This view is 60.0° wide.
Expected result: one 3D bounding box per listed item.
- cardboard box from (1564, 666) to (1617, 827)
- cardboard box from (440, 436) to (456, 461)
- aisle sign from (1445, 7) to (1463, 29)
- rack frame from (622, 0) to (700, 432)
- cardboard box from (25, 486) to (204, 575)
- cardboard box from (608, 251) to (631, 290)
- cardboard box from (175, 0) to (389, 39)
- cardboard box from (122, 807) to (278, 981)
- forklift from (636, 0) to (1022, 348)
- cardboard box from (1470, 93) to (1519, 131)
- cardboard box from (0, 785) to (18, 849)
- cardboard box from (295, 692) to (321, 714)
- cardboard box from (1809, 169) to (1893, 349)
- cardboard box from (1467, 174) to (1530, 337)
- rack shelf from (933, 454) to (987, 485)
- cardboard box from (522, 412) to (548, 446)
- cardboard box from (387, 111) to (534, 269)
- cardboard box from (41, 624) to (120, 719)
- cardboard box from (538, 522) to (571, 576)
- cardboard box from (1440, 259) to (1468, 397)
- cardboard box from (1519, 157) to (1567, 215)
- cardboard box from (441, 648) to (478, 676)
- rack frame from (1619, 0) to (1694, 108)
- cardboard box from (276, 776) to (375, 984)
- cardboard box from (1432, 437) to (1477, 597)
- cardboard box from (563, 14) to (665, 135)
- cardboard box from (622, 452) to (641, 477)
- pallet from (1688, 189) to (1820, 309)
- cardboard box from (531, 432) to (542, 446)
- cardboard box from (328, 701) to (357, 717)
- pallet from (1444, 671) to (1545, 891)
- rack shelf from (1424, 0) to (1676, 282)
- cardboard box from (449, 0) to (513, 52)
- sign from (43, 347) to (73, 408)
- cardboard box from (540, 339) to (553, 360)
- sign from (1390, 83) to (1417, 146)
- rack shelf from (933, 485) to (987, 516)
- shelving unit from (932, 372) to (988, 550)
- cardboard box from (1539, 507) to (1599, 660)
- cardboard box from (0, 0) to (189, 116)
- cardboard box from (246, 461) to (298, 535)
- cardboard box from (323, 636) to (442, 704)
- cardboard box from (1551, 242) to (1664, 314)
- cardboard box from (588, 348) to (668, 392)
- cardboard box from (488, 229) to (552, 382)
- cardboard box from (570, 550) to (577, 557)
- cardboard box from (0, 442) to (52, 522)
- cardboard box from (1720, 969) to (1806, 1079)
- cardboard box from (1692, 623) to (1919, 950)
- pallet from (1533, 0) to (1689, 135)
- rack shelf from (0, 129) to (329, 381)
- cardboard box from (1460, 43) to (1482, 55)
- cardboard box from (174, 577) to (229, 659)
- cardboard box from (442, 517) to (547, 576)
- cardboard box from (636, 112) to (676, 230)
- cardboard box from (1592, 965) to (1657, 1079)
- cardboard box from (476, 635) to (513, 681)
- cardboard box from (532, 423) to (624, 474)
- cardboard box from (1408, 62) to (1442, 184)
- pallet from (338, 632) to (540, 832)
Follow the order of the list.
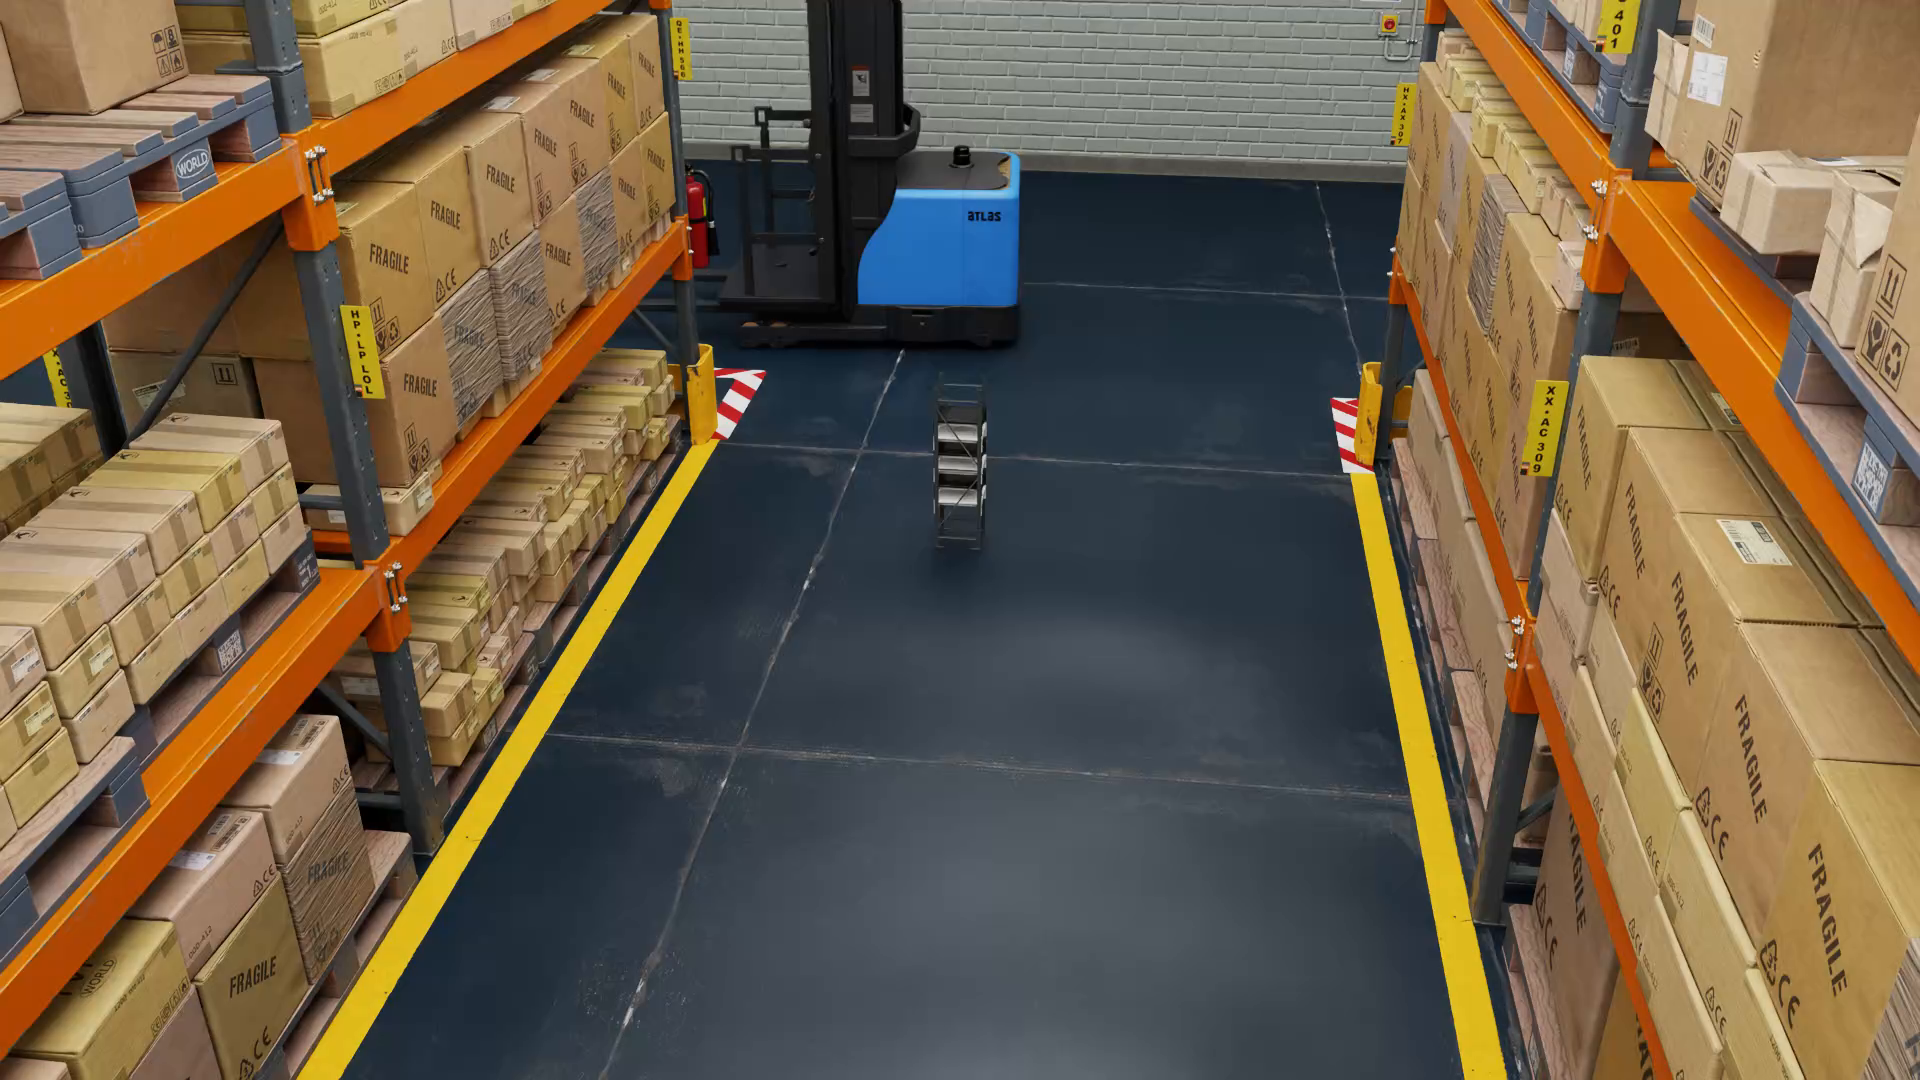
[{"bbox_3d":[2.014,0.599,4.633,0.500,0.250,0.500,3,28,5],"label":"cardboard box"},{"bbox_3d":[-2.236,-0.401,6.596,0.380,0.149,0.250,2,28,4],"label":"cardboard box"},{"bbox_3d":[2.603,-2.980,8.379,0.394,0.787,0.004,3,28,6],"label":"aisle sign"},{"bbox_3d":[-2.043,-2.025,9.347,1.000,3.000,0.127,3,28,6],"label":"rack frame"},{"bbox_3d":[-2.455,-0.030,4.838,0.380,0.149,0.250,2,28,5],"label":"cardboard box"},{"bbox_3d":[-1.894,-1.390,8.432,0.380,0.149,0.250,4,29,8],"label":"cardboard box"},{"bbox_3d":[-2.236,-1.830,5.452,0.500,0.250,0.500,4,29,8],"label":"cardboard box"},{"bbox_3d":[-2.450,1.049,5.041,0.500,0.250,0.500,5,29,9],"label":"cardboard box"},{"bbox_3d":[-1.104,-2.825,10.903,3.031,2.935,1.130,1,28,2],"label":"forklift"},{"bbox_3d":[2.390,-1.794,7.074,0.380,0.149,0.250,4,29,7],"label":"cardboard box"},{"bbox_3d":[-2.575,0.721,4.072,0.380,0.149,0.250,2,28,5],"label":"cardboard box"},{"bbox_3d":[-2.810,0.630,6.667,0.380,0.149,0.250,4,29,7],"label":"cardboard box"},{"bbox_3d":[1.820,-0.509,3.068,0.396,0.266,0.258,6,29,10],"label":"cardboard box"},{"bbox_3d":[2.299,-1.103,6.476,0.500,0.500,0.500,4,29,7],"label":"cardboard box"},{"bbox_3d":[0.001,-0.371,8.559,0.258,0.077,0.200,3,28,6],"label":"rack shelf"},{"bbox_3d":[-2.394,-0.608,8.966,0.380,0.149,0.250,4,29,7],"label":"cardboard box"},{"bbox_3d":[-2.096,-1.436,6.780,0.500,0.500,0.500,4,29,7],"label":"cardboard box"},{"bbox_3d":[-2.513,0.343,4.459,0.380,0.149,0.250,2,28,4],"label":"cardboard box"},{"bbox_3d":[-2.049,0.034,7.775,0.380,0.149,0.250,3,28,6],"label":"cardboard box"},{"bbox_3d":[2.379,-0.905,7.162,0.500,0.500,0.500,4,29,8],"label":"cardboard box"},{"bbox_3d":[2.302,-1.310,6.176,0.380,0.149,0.250,3,28,6],"label":"cardboard box"},{"bbox_3d":[-2.230,0.520,6.871,0.380,0.149,0.250,4,29,7],"label":"cardboard box"},{"bbox_3d":[2.392,-2.543,3.983,1.000,3.000,0.127,3,28,6],"label":"rack frame"},{"bbox_3d":[-2.374,1.136,5.671,0.500,0.500,0.500,3,28,5],"label":"cardboard box"},{"bbox_3d":[2.796,-0.094,8.021,0.875,0.438,0.875,4,29,8],"label":"cardboard box"},{"bbox_3d":[-1.853,-2.411,8.589,0.500,0.500,0.500,3,28,5],"label":"cardboard box"},{"bbox_3d":[-1.950,-0.449,8.984,0.380,0.149,0.250,3,28,6],"label":"cardboard box"},{"bbox_3d":[2.328,-0.704,3.934,0.805,0.209,1.217,2,28,4],"label":"pallet"},{"bbox_3d":[-2.022,-0.456,8.683,0.380,0.149,0.250,3,28,6],"label":"cardboard box"},{"bbox_3d":[-2.709,0.606,7.026,0.380,0.149,0.250,4,29,8],"label":"cardboard box"},{"bbox_3d":[2.562,0.972,6.723,1.003,0.211,1.213,3,28,6],"label":"pallet"},{"bbox_3d":[2.637,-1.848,6.613,1.077,0.370,4.000,3,28,6],"label":"rack shelf"},{"bbox_3d":[-2.079,-2.080,6.443,0.500,0.250,0.500,5,29,8],"label":"cardboard box"},{"bbox_3d":[-3.073,-0.551,5.698,0.100,0.325,0.005,3,28,6],"label":"sign"},{"bbox_3d":[-2.074,-0.898,7.519,0.380,0.149,0.250,4,29,8],"label":"cardboard box"},{"bbox_3d":[2.332,-2.236,8.742,0.100,0.325,0.005,3,28,6],"label":"sign"},{"bbox_3d":[0.001,-0.212,8.645,0.258,0.077,0.200,3,28,6],"label":"rack shelf"},{"bbox_3d":[0.001,-0.400,8.544,0.258,0.900,0.210,3,28,6],"label":"shelving unit"},{"bbox_3d":[2.058,0.134,4.969,0.500,0.250,0.500,3,28,5],"label":"cardboard box"},{"bbox_3d":[-2.689,-1.520,4.698,0.700,0.500,0.500,3,28,6],"label":"cardboard box"},{"bbox_3d":[-2.386,-0.149,5.372,0.380,0.149,0.250,4,29,8],"label":"cardboard box"},{"bbox_3d":[-2.286,0.516,6.566,0.380,0.149,0.250,4,29,8],"label":"cardboard box"},{"bbox_3d":[2.113,-0.836,5.295,0.380,0.149,0.250,3,28,5],"label":"cardboard box"},{"bbox_3d":[-1.857,-0.953,9.292,0.380,0.149,0.250,4,29,7],"label":"cardboard box"},{"bbox_3d":[-2.072,-1.004,7.032,0.500,0.500,0.500,3,28,5],"label":"cardboard box"},{"bbox_3d":[-2.095,0.034,8.088,0.380,0.149,0.250,4,29,8],"label":"cardboard box"},{"bbox_3d":[-3.066,-0.188,5.132,0.380,0.149,0.250,4,29,8],"label":"cardboard box"},{"bbox_3d":[1.810,1.100,3.177,0.500,0.250,0.500,3,28,5],"label":"cardboard box"},{"bbox_3d":[1.897,0.525,3.454,0.500,0.500,0.500,3,28,5],"label":"cardboard box"},{"bbox_3d":[2.502,-1.568,5.429,1.003,0.211,1.213,3,28,6],"label":"pallet"},{"bbox_3d":[-2.779,-0.205,3.563,1.077,0.370,4.000,3,28,6],"label":"rack shelf"},{"bbox_3d":[2.602,-2.276,7.969,0.380,0.149,0.250,4,29,7],"label":"cardboard box"},{"bbox_3d":[-2.449,0.221,4.999,0.380,0.149,0.250,3,28,6],"label":"cardboard box"},{"bbox_3d":[-2.089,0.028,7.470,0.380,0.149,0.250,4,29,7],"label":"cardboard box"},{"bbox_3d":[-1.843,-1.974,8.832,0.500,0.500,0.500,4,29,7],"label":"cardboard box"},{"bbox_3d":[2.292,1.570,4.470,0.875,0.875,0.875,4,29,8],"label":"cardboard box"},{"bbox_3d":[-2.159,0.530,7.167,0.380,0.149,0.250,3,28,6],"label":"cardboard box"},{"bbox_3d":[-1.923,-0.461,8.379,0.380,0.149,0.250,4,29,8],"label":"cardboard box"},{"bbox_3d":[2.540,-2.060,8.252,0.500,0.500,0.500,3,28,5],"label":"cardboard box"},{"bbox_3d":[-2.486,0.767,7.104,1.003,0.211,1.213,3,28,6],"label":"pallet"}]
